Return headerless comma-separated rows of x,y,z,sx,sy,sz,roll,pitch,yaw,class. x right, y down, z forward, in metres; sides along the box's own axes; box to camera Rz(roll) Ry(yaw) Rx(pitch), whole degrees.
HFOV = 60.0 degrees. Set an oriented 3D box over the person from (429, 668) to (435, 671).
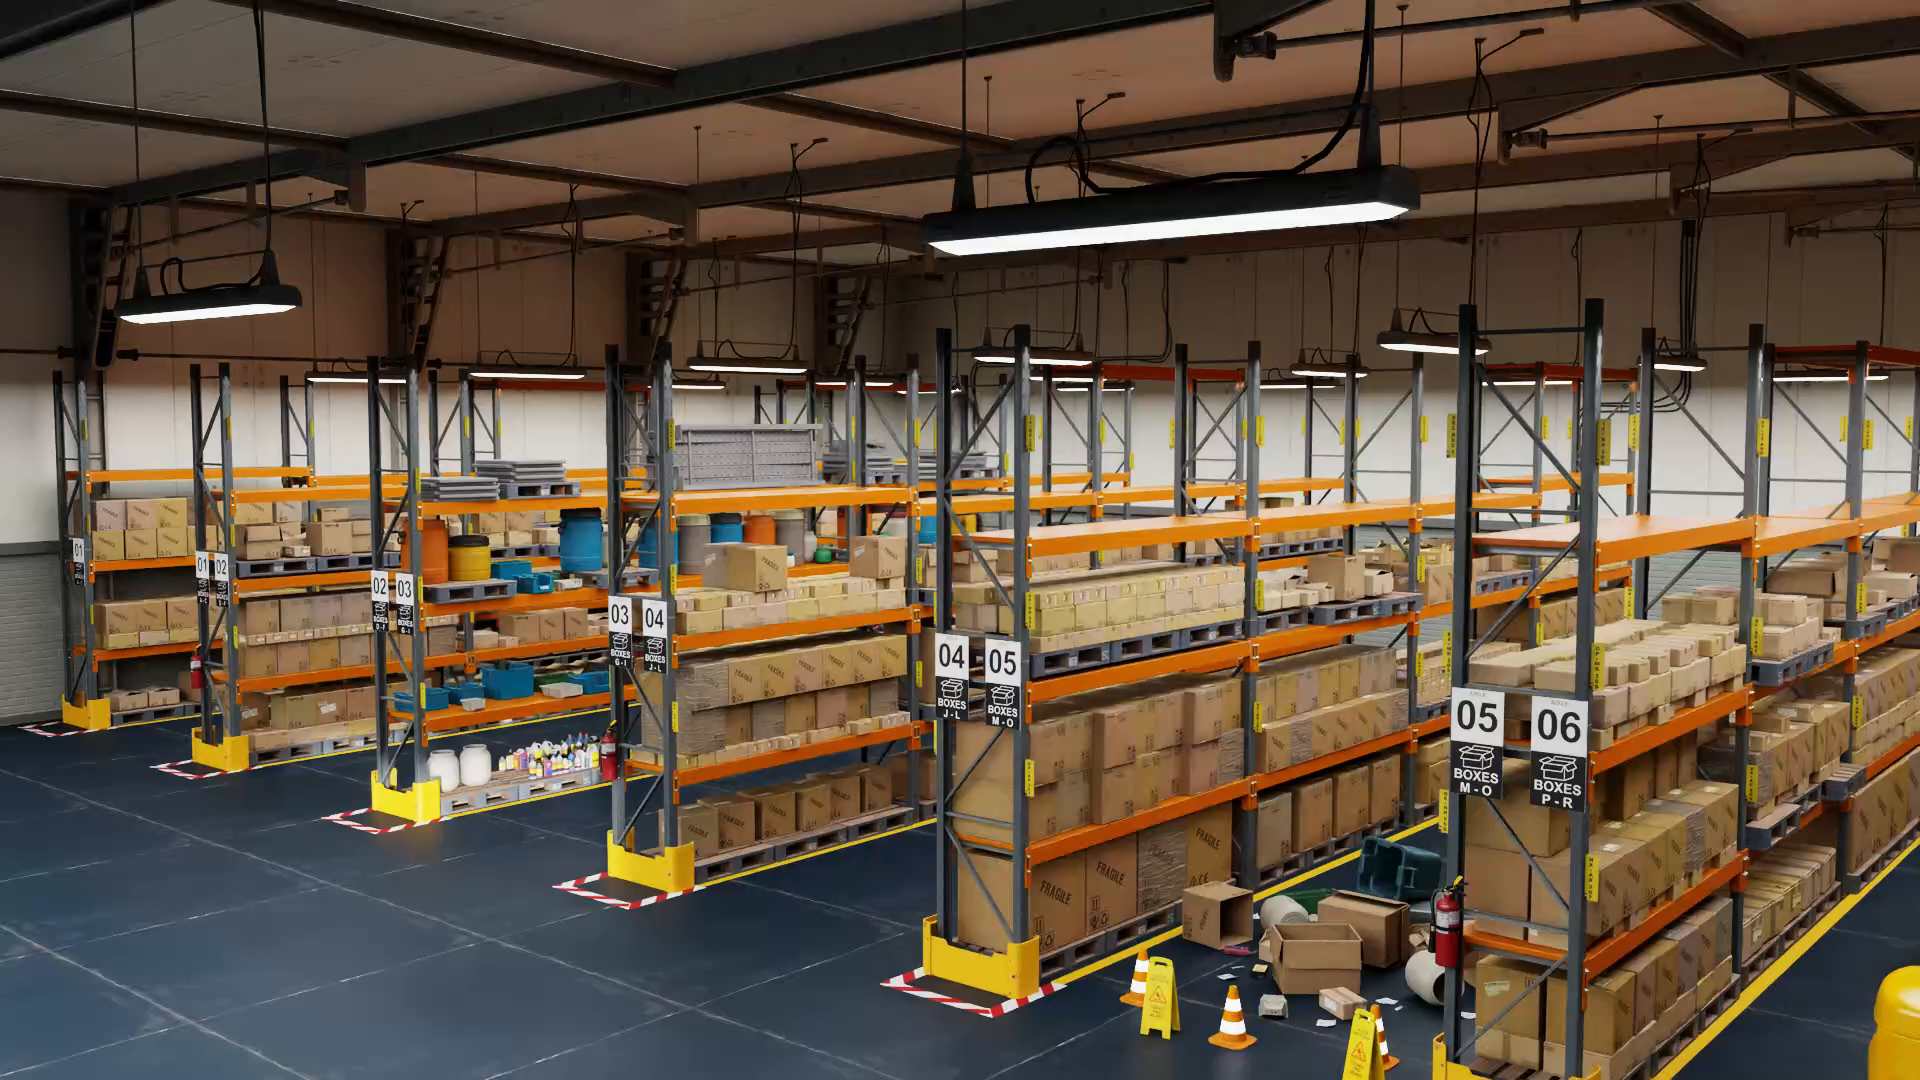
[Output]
-9.556,2.146,30.242,0.584,1.648,0.692,2,5,29,person
